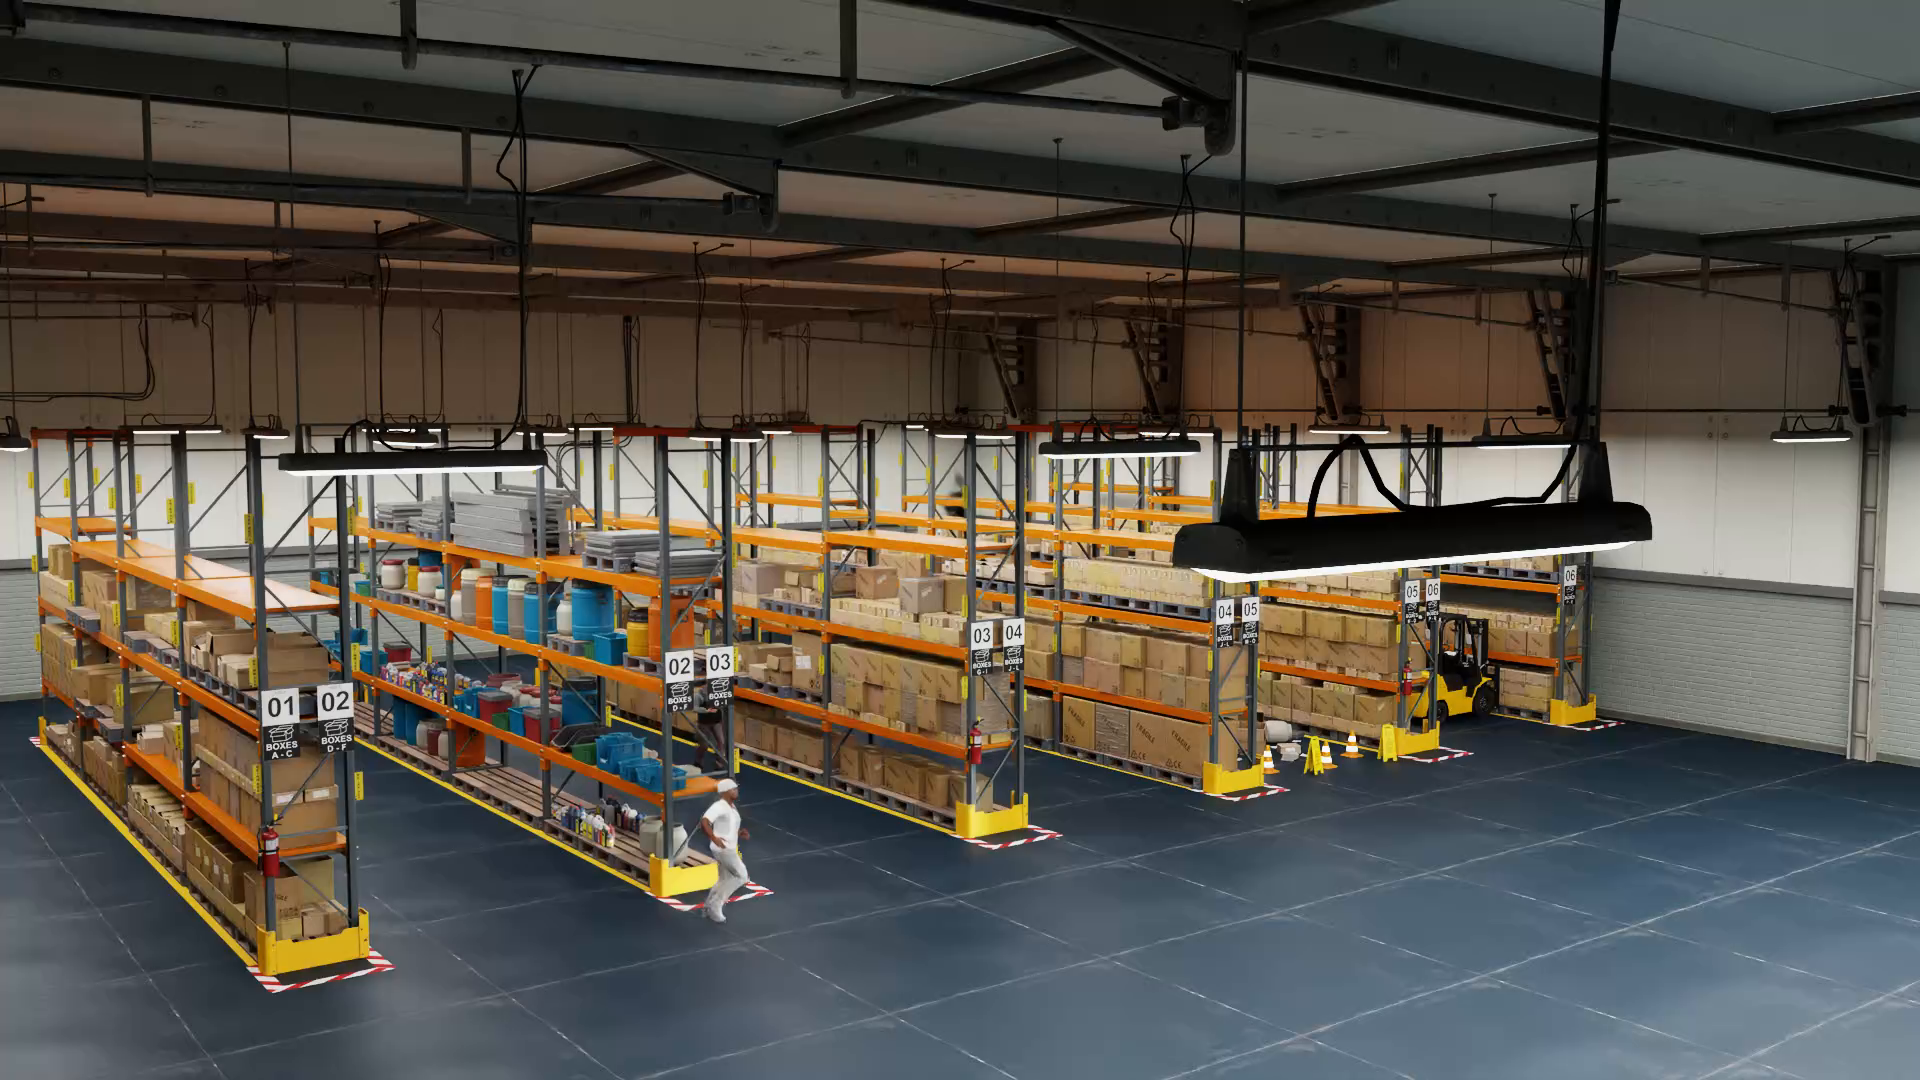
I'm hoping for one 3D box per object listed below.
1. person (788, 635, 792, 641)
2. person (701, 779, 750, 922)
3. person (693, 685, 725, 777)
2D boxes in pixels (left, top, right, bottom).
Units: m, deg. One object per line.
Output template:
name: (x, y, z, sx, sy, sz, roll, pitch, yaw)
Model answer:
person: (-4.199, 1.997, 41.704, 0.486, 1.620, 0.628, 2, 5, 22)
person: (-2.918, 3.843, 20.720, 0.600, 1.727, 0.692, 0, 4, -2)
person: (-4.343, 3.224, 28.887, 0.661, 1.757, 0.822, -3, 6, -36)
